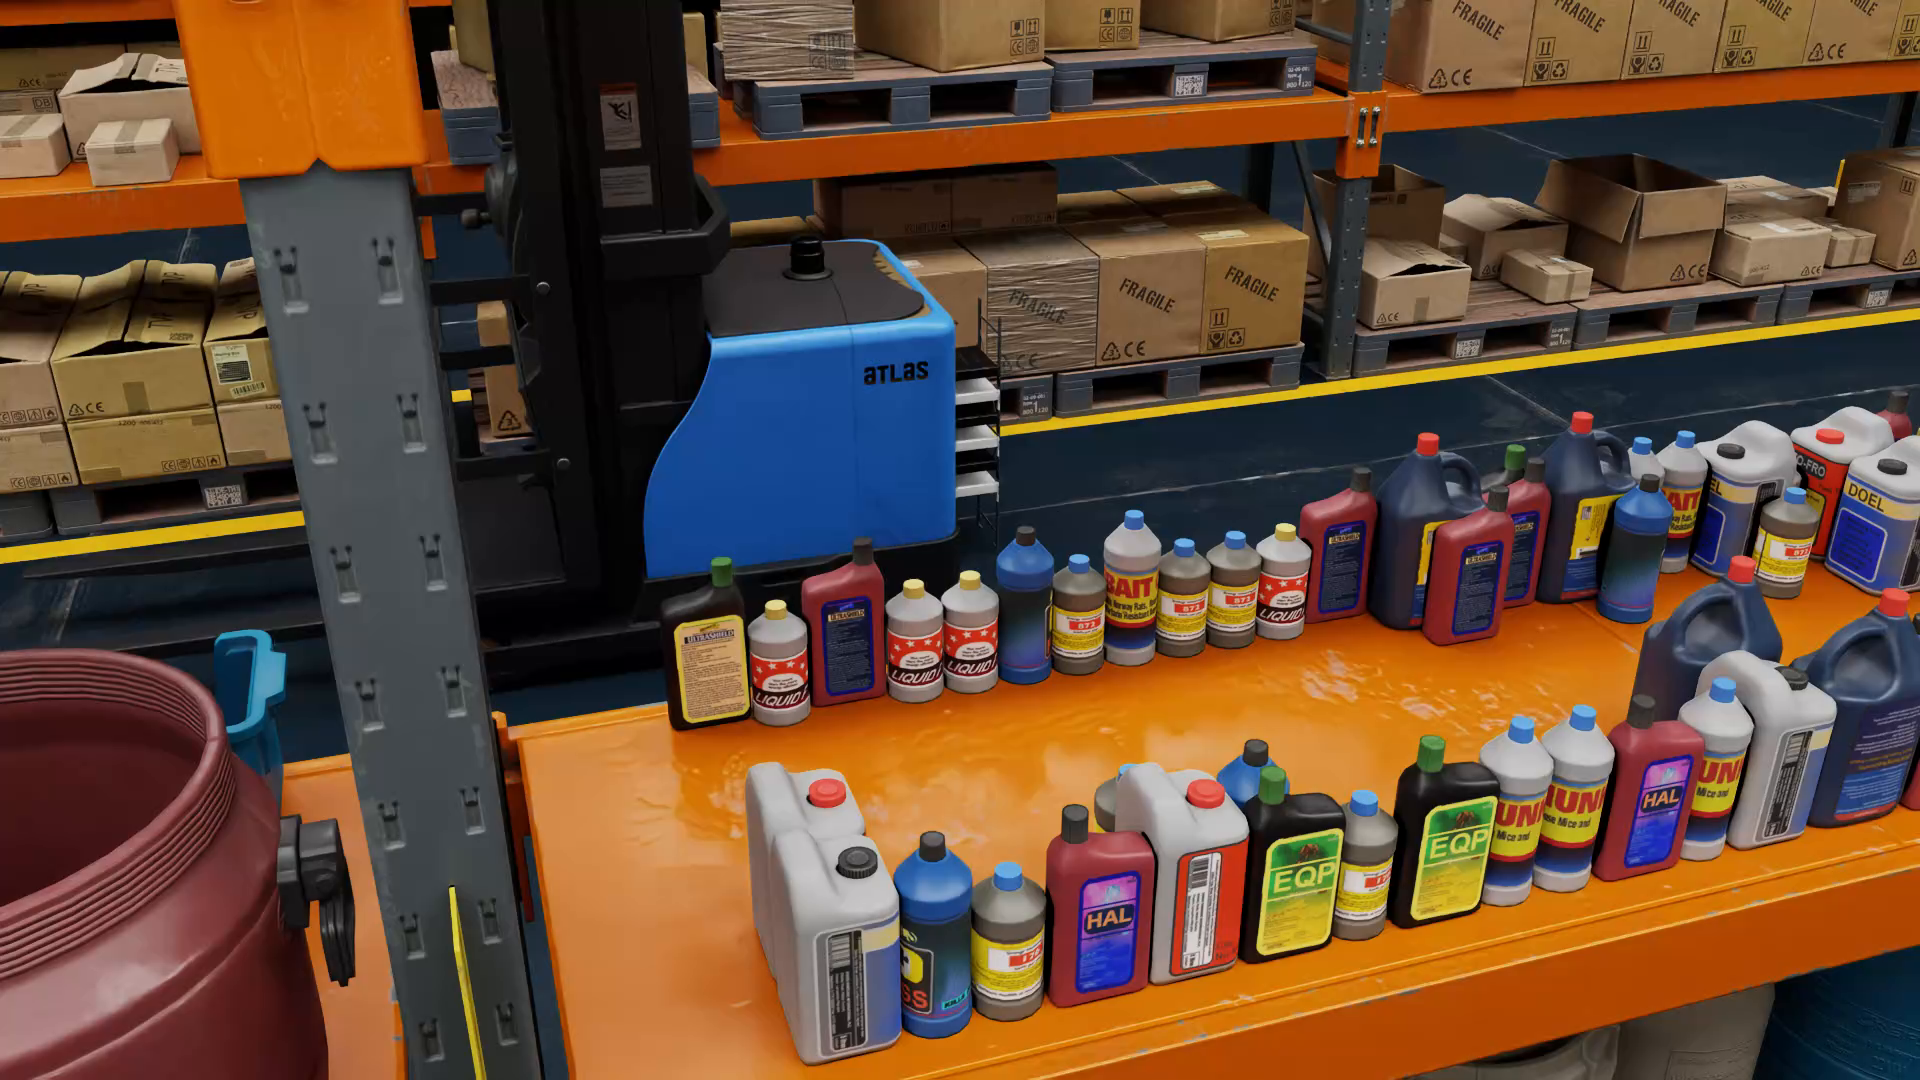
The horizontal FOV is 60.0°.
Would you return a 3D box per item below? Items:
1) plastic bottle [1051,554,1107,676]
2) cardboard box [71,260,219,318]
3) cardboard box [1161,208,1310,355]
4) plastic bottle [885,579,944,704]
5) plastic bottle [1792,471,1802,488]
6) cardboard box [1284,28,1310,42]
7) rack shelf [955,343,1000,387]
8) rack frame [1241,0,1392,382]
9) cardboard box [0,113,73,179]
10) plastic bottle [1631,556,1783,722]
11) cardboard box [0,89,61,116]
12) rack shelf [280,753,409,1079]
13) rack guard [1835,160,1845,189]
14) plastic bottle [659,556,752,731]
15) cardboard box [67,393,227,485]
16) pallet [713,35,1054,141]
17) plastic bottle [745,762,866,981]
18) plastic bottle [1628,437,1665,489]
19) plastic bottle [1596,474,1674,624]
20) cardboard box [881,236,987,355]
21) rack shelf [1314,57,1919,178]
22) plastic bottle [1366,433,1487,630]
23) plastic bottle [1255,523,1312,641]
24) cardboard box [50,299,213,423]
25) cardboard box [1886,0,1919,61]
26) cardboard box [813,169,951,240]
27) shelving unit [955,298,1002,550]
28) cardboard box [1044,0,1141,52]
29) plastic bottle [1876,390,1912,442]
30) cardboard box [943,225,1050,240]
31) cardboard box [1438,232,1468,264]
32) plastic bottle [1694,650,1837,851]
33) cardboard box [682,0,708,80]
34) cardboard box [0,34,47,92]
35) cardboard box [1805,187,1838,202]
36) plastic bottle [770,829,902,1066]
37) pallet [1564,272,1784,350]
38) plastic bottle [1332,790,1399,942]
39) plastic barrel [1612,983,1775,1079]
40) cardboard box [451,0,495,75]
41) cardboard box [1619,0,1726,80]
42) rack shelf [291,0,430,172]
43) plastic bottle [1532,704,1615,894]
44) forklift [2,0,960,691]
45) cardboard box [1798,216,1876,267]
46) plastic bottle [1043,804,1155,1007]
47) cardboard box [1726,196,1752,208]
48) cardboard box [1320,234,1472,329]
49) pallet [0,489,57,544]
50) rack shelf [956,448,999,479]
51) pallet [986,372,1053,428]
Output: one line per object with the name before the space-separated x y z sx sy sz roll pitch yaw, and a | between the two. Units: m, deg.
plastic bottle | 0.202 0.122 2.855 0.097 0.201 0.097 0 26 0
cardboard box | -3.279 -0.930 6.738 0.500 0.311 0.500 -9 28 -17
cardboard box | 1.229 -1.185 7.580 0.500 0.500 0.500 -8 28 -16
plastic bottle | -0.076 0.162 2.774 0.097 0.201 0.097 0 26 0
plastic bottle | 1.583 -0.078 3.257 0.097 0.201 0.097 0 26 0
cardboard box | 2.287 -3.733 12.734 0.500 0.500 0.700 -9 28 -18
rack shelf | 0.008 -0.616 5.947 0.200 0.077 0.258 -8 28 -16
rack frame | 1.610 -2.297 7.503 0.127 3.000 1.000 -8 28 -16
cardboard box | -3.389 -1.434 6.047 0.250 0.149 0.380 -6 27 -12
plastic bottle | 1.145 0.191 2.547 0.185 0.351 0.144 -8 28 -16
cardboard box | -5.866 -2.620 10.471 0.500 0.500 0.700 -8 27 -16
rack shelf | -2.565 0.947 1.779 4.000 0.370 1.077 -8 28 -16
rack guard | 5.341 -1.717 9.147 0.348 0.500 1.175 -8 28 -16
plastic bottle | -0.411 0.165 2.675 0.133 0.283 0.061 -8 28 -16
cardboard box | -3.107 -0.454 6.411 0.500 0.250 0.500 -9 28 -17
pallet | -0.346 -1.929 6.979 1.213 0.211 1.003 -8 28 -16
plastic bottle | -0.199 0.417 2.175 0.135 0.276 0.152 -8 28 -16
plastic bottle | 1.270 -0.064 3.151 0.097 0.271 0.097 0 26 0
plastic bottle | 1.222 0.010 3.001 0.097 0.271 0.097 0 26 0
cardboard box | -0.203 -0.980 7.168 0.500 0.500 0.500 -9 28 -18
rack shelf | 3.511 -2.250 8.217 4.000 0.370 1.077 -8 28 -16
plastic bottle | 0.840 -0.027 2.986 0.185 0.351 0.144 -8 28 -16
plastic bottle | 0.572 0.068 2.963 0.097 0.201 0.097 0 26 0
cardboard box | -3.108 -0.703 6.282 0.500 0.311 0.500 -9 28 -17
cardboard box | 4.579 -2.642 8.087 0.500 0.500 0.500 -8 28 -16
cardboard box | -0.353 -1.539 7.450 0.500 0.250 0.500 -9 28 -17
shelving unit | 0.008 -0.404 6.052 0.210 0.900 0.258 -8 28 -16
cardboard box | 0.456 -2.437 7.201 0.500 0.500 0.700 -4 27 -8
plastic bottle | 1.815 -0.157 3.324 0.133 0.283 0.061 -8 28 -16
cardboard box | 0.093 -1.267 7.744 0.500 0.500 0.500 -8 27 -15
cardboard box | 2.402 -1.492 8.593 0.250 0.149 0.380 -8 28 -16
plastic bottle | 1.167 0.291 2.430 0.135 0.276 0.152 -8 28 -16
cardboard box | -2.156 -3.229 11.325 0.750 0.750 0.750 -8 28 -16
cardboard box | -5.929 -2.946 10.284 0.500 0.250 0.500 -9 28 -18
cardboard box | 4.909 -1.855 9.325 0.250 0.149 0.380 -8 28 -16
plastic bottle | -0.152 0.482 2.046 0.135 0.276 0.152 -8 28 -16
pallet | 3.425 -1.311 8.654 1.213 0.211 1.003 -8 28 -16
plastic bottle | 0.534 0.429 2.237 0.097 0.201 0.097 0 26 0
plastic barrel | 1.380 0.930 3.329 0.421 0.512 0.421 0 26 0
cardboard box | -1.630 -2.113 6.548 0.500 0.500 0.700 -19 32 -33
cardboard box | 3.141 -2.436 7.671 0.500 0.500 0.500 -8 28 -16
rack shelf | 1.238 -0.948 2.221 4.000 0.370 1.077 -8 28 -16
plastic bottle | 0.846 0.352 2.312 0.097 0.271 0.097 0 26 0
forklift | -1.577 -1.069 5.106 3.031 2.935 1.130 -8 27 -15
cardboard box | 4.559 -1.579 8.748 0.250 0.166 0.380 -8 28 -16
plastic bottle | 0.175 0.453 2.096 0.133 0.283 0.061 -8 28 -16
cardboard box | 3.857 -1.720 8.939 0.500 0.250 0.500 -8 28 -16
cardboard box | 2.076 -1.256 7.935 0.500 0.311 0.500 -8 28 -16
pallet | -4.146 -0.234 6.483 1.213 0.211 1.003 -8 28 -16
rack shelf | 0.008 -0.294 6.107 0.200 0.077 0.258 -8 28 -16
pallet | -0.314 -0.750 7.523 1.213 0.211 1.003 -8 28 -16
